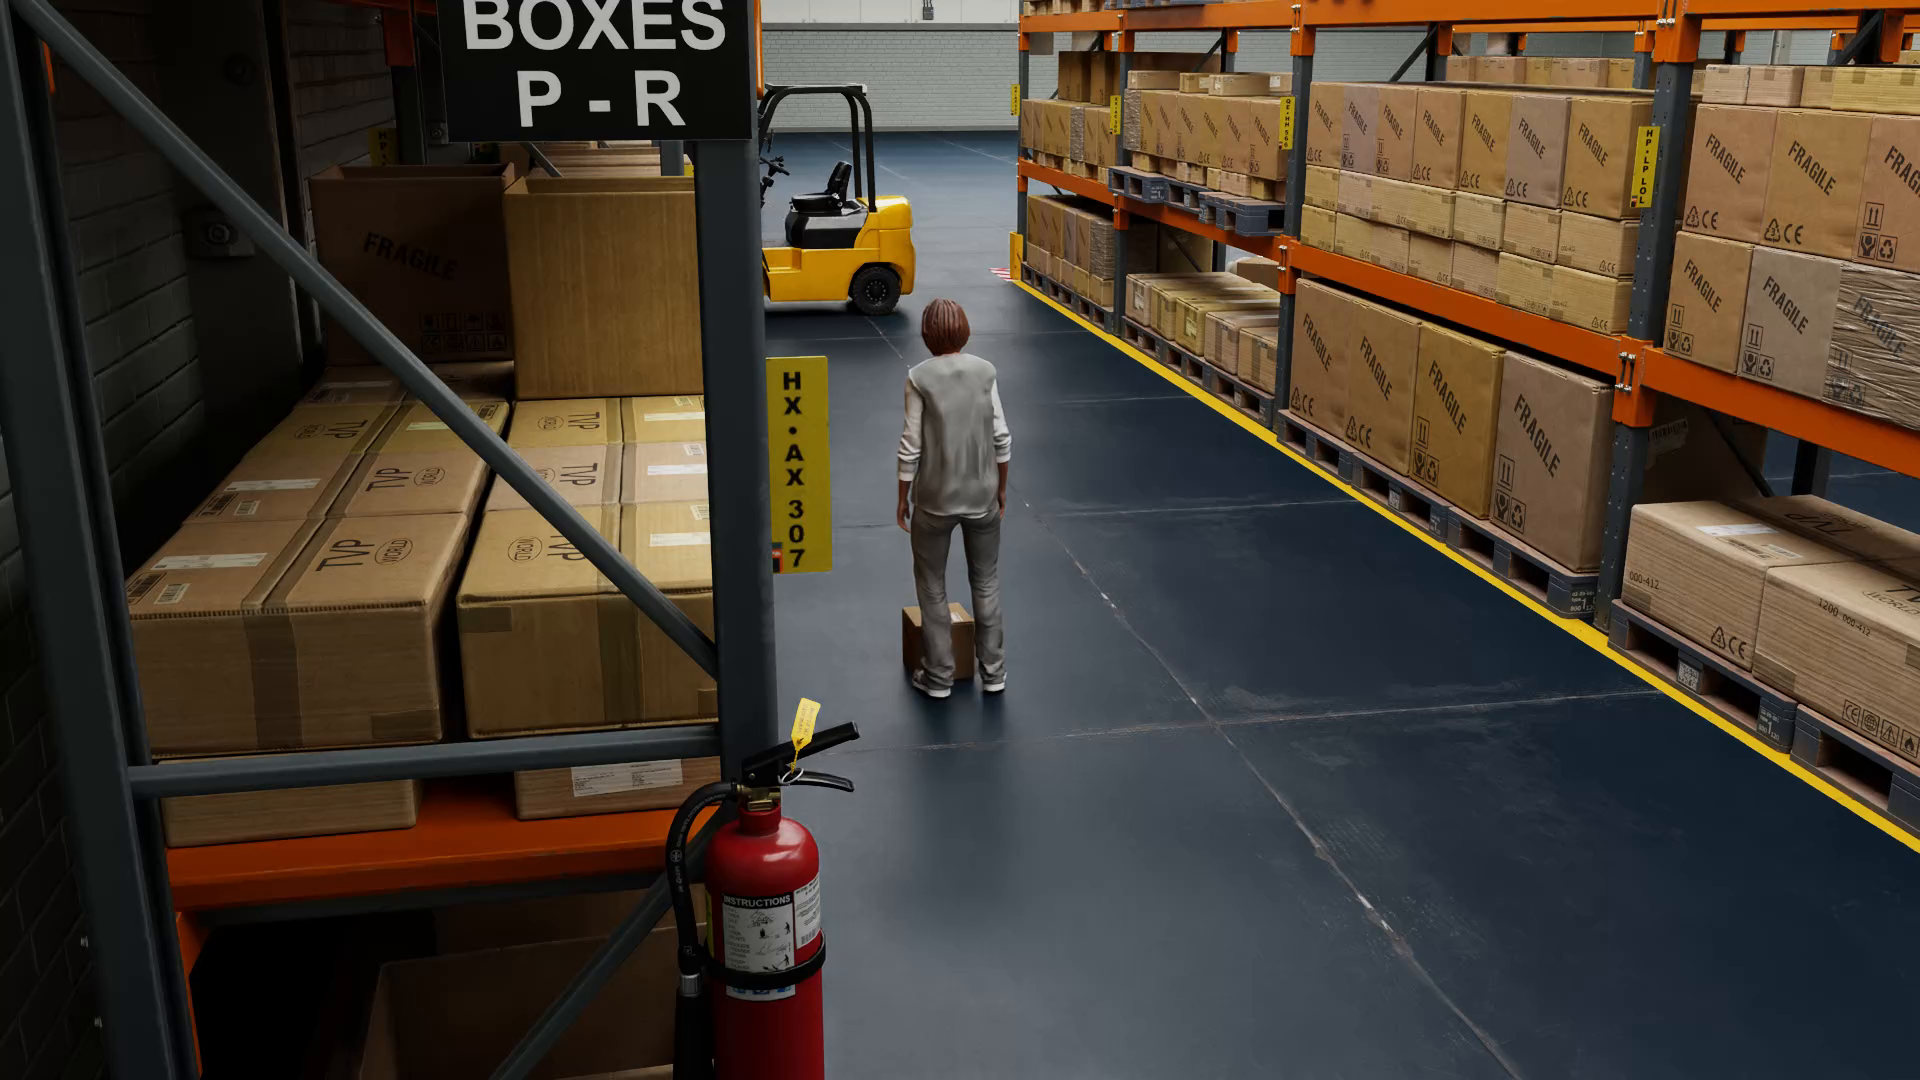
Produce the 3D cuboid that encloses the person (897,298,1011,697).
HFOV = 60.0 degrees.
[{"bbox_3d":[-0.019,-0.144,6.560,0.485,1.581,0.347,-5,17,-17],"label":"person"}]
